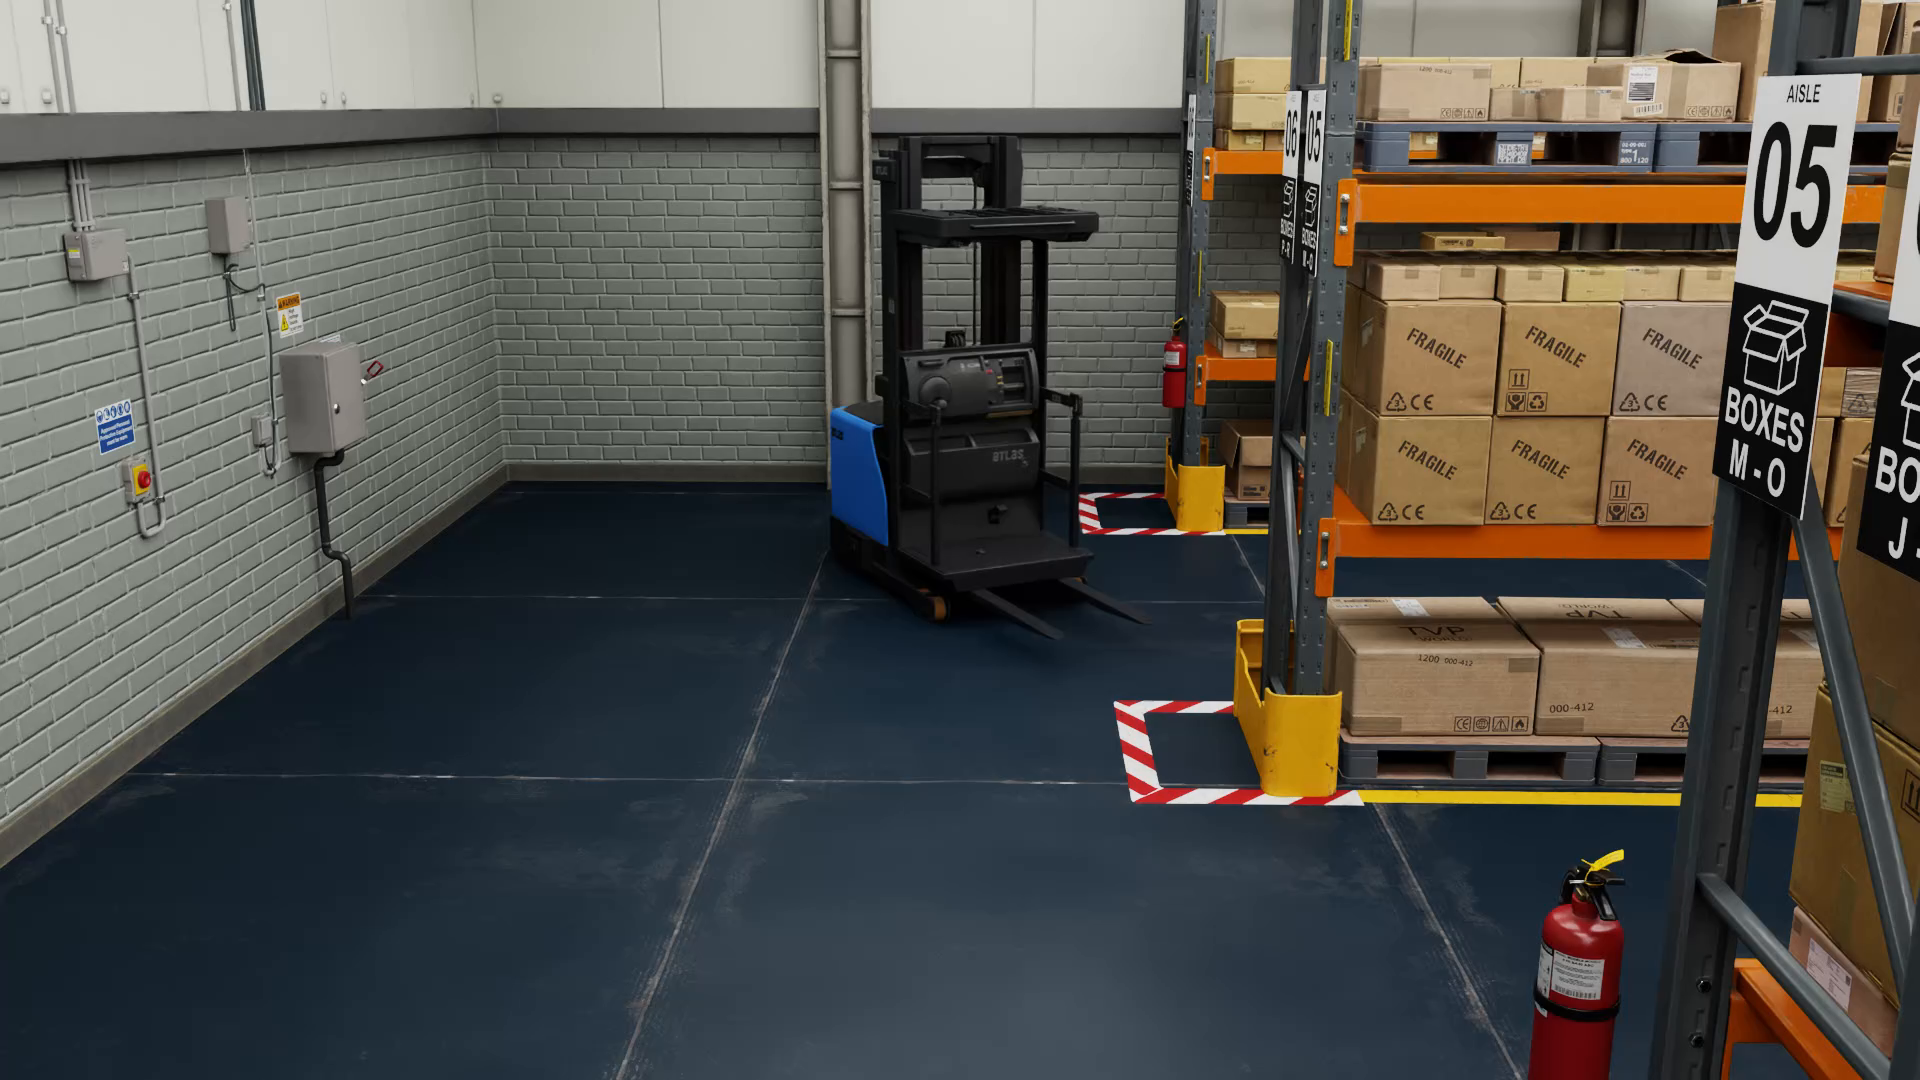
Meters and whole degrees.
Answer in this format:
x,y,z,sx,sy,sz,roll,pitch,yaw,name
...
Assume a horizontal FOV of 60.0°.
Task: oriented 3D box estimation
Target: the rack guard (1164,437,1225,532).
x,y,z,sx,sy,sz,roll,pitch,yaw,name
1.836,-0.453,13.078,0.348,0.500,1.175,0,15,1,rack guard

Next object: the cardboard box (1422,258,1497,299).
x,y,z,sx,sy,sz,roll,pitch,yaw,name
2.248,-1.185,7.526,0.250,0.149,0.380,1,15,3,cardboard box

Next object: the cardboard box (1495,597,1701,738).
x,y,z,sx,sy,sz,roll,pitch,yaw,name
3.214,0.622,8.302,0.875,0.438,0.875,1,15,3,cardboard box

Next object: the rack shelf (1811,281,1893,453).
x,y,z,sx,sy,sz,roll,pitch,yaw,name
3.611,-0.223,2.835,4.000,0.370,1.077,0,15,1,rack shelf

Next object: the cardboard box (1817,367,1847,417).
x,y,z,sx,sy,sz,roll,pitch,yaw,name
3.640,-0.847,7.513,0.500,0.500,0.500,0,15,2,cardboard box

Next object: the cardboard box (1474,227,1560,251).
x,y,z,sx,sy,sz,roll,pitch,yaw,name
4.277,-2.148,12.842,0.500,0.500,0.500,0,15,0,cardboard box

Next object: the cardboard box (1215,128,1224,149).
x,y,z,sx,sy,sz,roll,pitch,yaw,name
2.086,-3.048,12.626,0.250,0.149,0.380,1,15,3,cardboard box

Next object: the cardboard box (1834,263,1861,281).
x,y,z,sx,sy,sz,roll,pitch,yaw,name
3.797,-1.159,7.425,0.250,0.149,0.380,0,15,1,cardboard box

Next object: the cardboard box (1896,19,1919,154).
x,y,z,sx,sy,sz,roll,pitch,yaw,name
2.078,-0.815,2.983,0.500,0.250,0.500,0,15,0,cardboard box

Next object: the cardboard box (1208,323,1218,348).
x,y,z,sx,sy,sz,roll,pitch,yaw,name
2.098,-1.607,13.044,0.250,0.149,0.380,0,15,1,cardboard box

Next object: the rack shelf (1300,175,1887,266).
x,y,z,sx,sy,sz,roll,pitch,yaw,name
3.636,-1.486,7.623,4.000,0.370,1.077,0,15,1,rack shelf

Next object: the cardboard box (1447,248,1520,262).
x,y,z,sx,sy,sz,roll,pitch,yaw,name
2.515,-1.315,8.016,0.250,0.149,0.380,0,15,1,cardboard box

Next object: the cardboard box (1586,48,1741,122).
x,y,z,sx,sy,sz,roll,pitch,yaw,name
3.132,-2.033,7.440,0.500,0.311,0.500,1,15,2,cardboard box

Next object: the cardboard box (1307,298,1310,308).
x,y,z,sx,sy,sz,roll,pitch,yaw,name
2.711,-1.659,12.458,0.500,0.250,0.500,1,15,2,cardboard box

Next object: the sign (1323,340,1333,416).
x,y,z,sx,sy,sz,roll,pitch,yaw,name
1.617,-0.712,7.306,0.005,0.325,0.100,0,15,1,sign

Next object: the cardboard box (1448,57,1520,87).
x,y,z,sx,sy,sz,roll,pitch,yaw,name
3.717,-3.350,12.009,0.500,0.250,0.500,1,15,3,cardboard box

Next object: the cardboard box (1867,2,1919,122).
x,y,z,sx,sy,sz,roll,pitch,yaw,name
4.286,-2.123,7.404,0.637,0.503,0.797,2,15,6,cardboard box

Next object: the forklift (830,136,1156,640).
x,y,z,sx,sy,sz,roll,pitch,yaw,name
0.173,-1.029,10.494,1.130,2.935,3.031,-7,16,-25,forklift

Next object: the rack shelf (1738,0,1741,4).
x,y,z,sx,sy,sz,roll,pitch,yaw,name
7.758,-3.983,11.990,4.000,0.370,1.077,0,15,1,rack shelf

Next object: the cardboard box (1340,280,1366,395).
x,y,z,sx,sy,sz,roll,pitch,yaw,name
2.125,-0.986,8.041,0.500,0.500,0.500,1,15,3,cardboard box

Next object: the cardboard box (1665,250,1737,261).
x,y,z,sx,sy,sz,roll,pitch,yaw,name
3.540,-1.290,7.921,0.250,0.149,0.380,1,15,3,cardboard box

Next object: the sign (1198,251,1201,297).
x,y,z,sx,sy,sz,roll,pitch,yaw,name
1.746,-1.943,12.126,0.005,0.325,0.100,0,15,1,sign

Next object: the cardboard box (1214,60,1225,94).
x,y,z,sx,sy,sz,roll,pitch,yaw,name
2.211,-3.494,12.554,0.500,0.250,0.500,0,15,0,cardboard box

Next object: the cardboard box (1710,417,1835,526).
x,y,z,sx,sy,sz,roll,pitch,yaw,name
3.625,-0.365,7.649,0.500,0.500,0.500,1,15,3,cardboard box

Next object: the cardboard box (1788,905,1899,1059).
x,y,z,sx,sy,sz,roll,pitch,yaw,name
1.945,0.918,3.473,0.250,0.149,0.380,0,15,1,cardboard box

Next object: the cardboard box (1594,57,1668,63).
x,y,z,sx,sy,sz,roll,pitch,yaw,name
4.740,-3.343,11.981,0.500,0.250,0.500,0,15,1,cardboard box

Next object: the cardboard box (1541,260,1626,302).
x,y,z,sx,sy,sz,roll,pitch,yaw,name
2.769,-1.157,7.419,0.250,0.149,0.380,0,15,0,cardboard box

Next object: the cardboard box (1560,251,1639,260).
x,y,z,sx,sy,sz,roll,pitch,yaw,name
3.026,-1.283,7.896,0.250,0.149,0.380,0,15,1,cardboard box

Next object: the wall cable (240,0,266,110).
x,y,z,sx,sy,sz,roll,pitch,yaw,name
-3.926,-4.183,10.480,0.133,3.039,2.988,0,15,1,wall cable

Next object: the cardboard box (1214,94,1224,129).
x,y,z,sx,sy,sz,roll,pitch,yaw,name
2.211,-3.251,12.611,0.500,0.250,0.500,0,15,0,cardboard box

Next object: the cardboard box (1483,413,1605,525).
x,y,z,sx,sy,sz,roll,pitch,yaw,name
2.616,-0.372,7.675,0.500,0.500,0.500,0,15,1,cardboard box

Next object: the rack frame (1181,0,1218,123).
x,y,z,sx,sy,sz,roll,pitch,yaw,name
1.760,-4.563,11.995,0.127,3.000,1.000,0,15,1,rack frame

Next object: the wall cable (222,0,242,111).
x,y,z,sx,sy,sz,roll,pitch,yaw,name
-4.035,-3.454,7.793,0.029,3.000,2.355,0,15,1,wall cable

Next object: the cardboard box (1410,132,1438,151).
x,y,z,sx,sy,sz,roll,pitch,yaw,name
3.349,-2.915,12.122,0.250,0.149,0.380,0,15,1,cardboard box

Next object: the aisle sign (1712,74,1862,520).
x,y,z,sx,sy,sz,roll,pitch,yaw,name
1.546,-0.467,3.136,0.004,0.787,0.394,0,15,1,aisle sign

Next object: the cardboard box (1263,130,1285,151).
x,y,z,sx,sy,sz,roll,pitch,yaw,name
2.335,-2.935,12.196,0.250,0.149,0.380,1,15,2,cardboard box

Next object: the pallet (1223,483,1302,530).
x,y,z,sx,sy,sz,roll,pitch,yaw,name
2.633,-0.308,13.096,1.213,0.211,1.003,0,15,1,pallet

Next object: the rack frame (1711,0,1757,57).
x,y,z,sx,sy,sz,roll,pitch,yaw,name
5.759,-4.537,11.897,0.127,3.000,1.000,0,15,1,rack frame

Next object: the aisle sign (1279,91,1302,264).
x,y,z,sx,sy,sz,roll,pitch,yaw,name
1.573,-1.733,7.933,0.004,0.787,0.394,0,15,1,aisle sign

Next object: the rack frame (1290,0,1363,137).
x,y,z,sx,sy,sz,roll,pitch,yaw,name
1.637,-3.297,7.198,0.127,3.000,1.000,0,15,1,rack frame

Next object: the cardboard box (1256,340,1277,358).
x,y,z,sx,sy,sz,roll,pitch,yaw,name
2.337,-1.479,12.558,0.250,0.149,0.380,1,15,3,cardboard box

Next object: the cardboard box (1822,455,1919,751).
x,y,z,sx,sy,sz,roll,pitch,yaw,name
2.075,0.130,3.227,0.500,0.500,0.500,0,15,0,cardboard box

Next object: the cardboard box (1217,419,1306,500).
x,y,z,sx,sy,sz,roll,pitch,yaw,name
2.369,-0.630,12.919,0.637,0.503,0.797,0,15,-1,cardboard box

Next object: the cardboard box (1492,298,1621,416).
x,y,z,sx,sy,sz,roll,pitch,yaw,name
2.626,-0.851,7.529,0.500,0.500,0.500,0,15,0,cardboard box

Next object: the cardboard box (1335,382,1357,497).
x,y,z,sx,sy,sz,roll,pitch,yaw,name
2.126,-0.509,8.194,0.500,0.500,0.500,0,15,2,cardboard box

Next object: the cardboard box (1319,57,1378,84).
x,y,z,sx,sy,sz,roll,pitch,yaw,name
2.705,-3.351,12.011,0.500,0.250,0.500,0,15,1,cardboard box

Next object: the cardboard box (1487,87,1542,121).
x,y,z,sx,sy,sz,roll,pitch,yaw,name
2.510,-2.014,7.689,0.250,0.149,0.380,-1,15,-3,cardboard box

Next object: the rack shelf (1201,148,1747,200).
x,y,z,sx,sy,sz,roll,pitch,yaw,name
3.759,-2.752,12.421,4.000,0.370,1.077,0,15,1,rack shelf

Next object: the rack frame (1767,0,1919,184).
x,y,z,sx,sy,sz,roll,pitch,yaw,name
1.611,-2.034,2.410,0.127,3.000,1.000,0,15,1,rack frame

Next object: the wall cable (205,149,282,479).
x,y,z,sx,sy,sz,roll,pitch,yaw,name
-3.976,-1.280,9.321,0.122,1.984,0.588,0,15,1,wall cable

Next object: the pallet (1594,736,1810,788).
x,y,z,sx,sy,sz,roll,pitch,yaw,name
3.655,0.946,8.342,1.213,0.211,1.003,0,15,1,pallet

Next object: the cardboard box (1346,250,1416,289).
x,y,z,sx,sy,sz,roll,pitch,yaw,name
2.001,-1.291,7.925,0.250,0.149,0.380,1,15,2,cardboard box

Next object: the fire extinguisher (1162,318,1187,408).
x,y,z,sx,sy,sz,roll,pitch,yaw,name
1.601,-1.328,12.375,0.183,0.674,0.296,0,15,1,fire extinguisher

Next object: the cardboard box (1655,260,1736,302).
x,y,z,sx,sy,sz,roll,pitch,yaw,name
3.281,-1.157,7.417,0.250,0.149,0.380,1,15,2,cardboard box

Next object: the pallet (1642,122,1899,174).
x,y,z,sx,sy,sz,roll,pitch,yaw,name
3.601,-1.795,7.556,1.213,0.211,1.003,0,15,1,pallet

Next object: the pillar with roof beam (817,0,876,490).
x,y,z,sx,sy,sz,roll,pitch,yaw,name
-1.022,-3.713,8.772,0.400,9.000,9.100,0,15,1,pillar with roof beam

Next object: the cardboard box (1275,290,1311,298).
x,y,z,sx,sy,sz,roll,pitch,yaw,name
2.742,-1.795,12.973,0.500,0.250,0.500,0,15,2,cardboard box

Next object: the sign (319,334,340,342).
x,y,z,sx,sy,sz,roll,pitch,yaw,name
-3.996,-1.043,10.601,0.001,0.494,0.329,0,15,1,sign

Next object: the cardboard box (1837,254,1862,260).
x,y,z,sx,sy,sz,roll,pitch,yaw,name
4.048,-1.280,7.883,0.250,0.149,0.380,0,15,1,cardboard box
